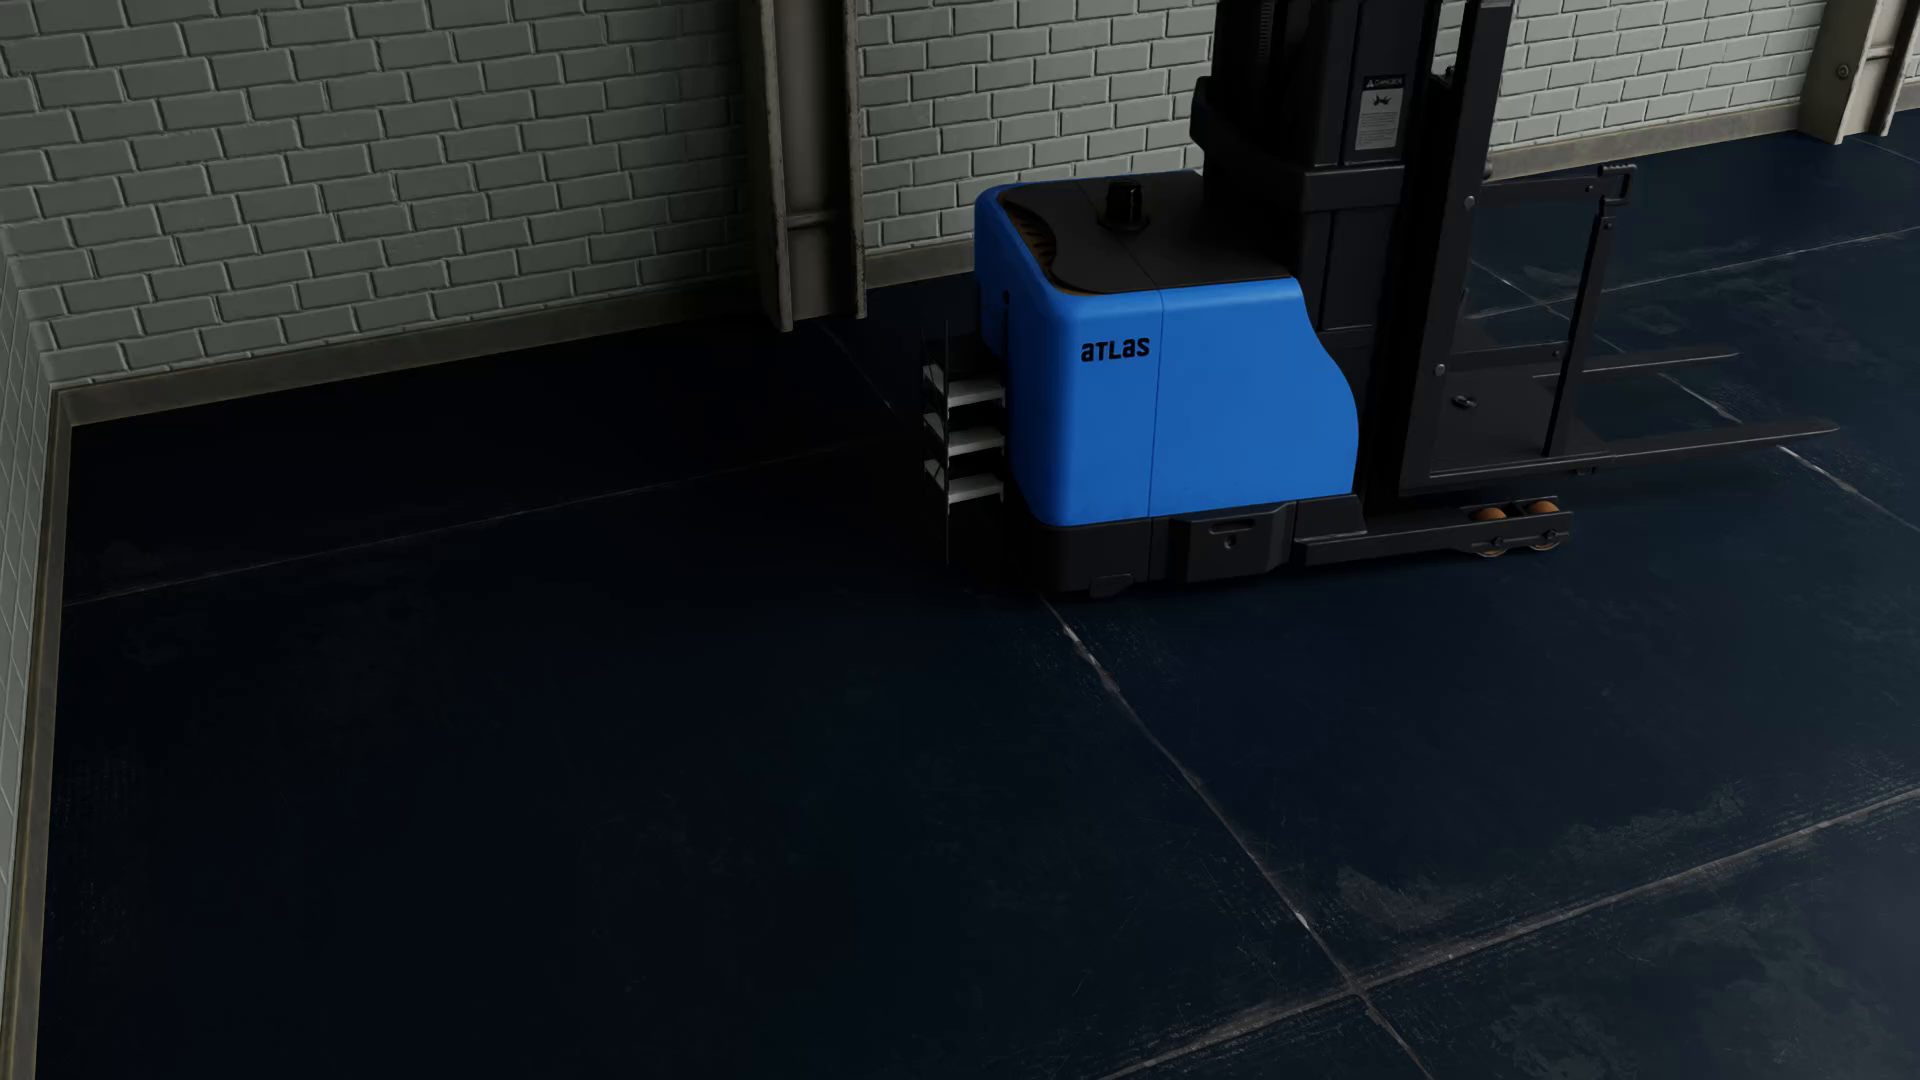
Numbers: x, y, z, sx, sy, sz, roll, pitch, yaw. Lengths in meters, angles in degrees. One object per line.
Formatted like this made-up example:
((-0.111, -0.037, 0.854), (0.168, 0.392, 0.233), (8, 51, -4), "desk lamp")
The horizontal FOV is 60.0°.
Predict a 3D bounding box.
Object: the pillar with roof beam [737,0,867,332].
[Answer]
((1.021, -2.613, 1.515), (0.400, 9.000, 9.100), (-13, 35, -19), "pillar with roof beam")

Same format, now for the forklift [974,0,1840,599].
((1.608, -1.444, 5.282), (3.031, 2.935, 1.130), (-7, 34, -10), "forklift")

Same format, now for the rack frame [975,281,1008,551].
((0.101, -0.400, 5.540), (0.006, 0.900, 0.240), (-13, 35, -19), "rack frame")

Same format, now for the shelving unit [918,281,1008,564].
((0.007, -0.379, 5.507), (0.210, 0.900, 0.258), (-13, 35, -19), "shelving unit")

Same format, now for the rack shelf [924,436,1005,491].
((0.007, -0.276, 5.574), (0.200, 0.077, 0.258), (-13, 35, -19), "rack shelf")

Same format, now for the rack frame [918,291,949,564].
((-0.087, -0.358, 5.475), (0.006, 0.900, 0.240), (-13, 35, -19), "rack frame")

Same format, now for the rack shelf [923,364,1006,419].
((0.007, -0.502, 5.427), (0.200, 0.077, 0.258), (-13, 35, -19), "rack shelf")

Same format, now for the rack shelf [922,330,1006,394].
((0.007, -0.577, 5.378), (0.200, 0.077, 0.258), (-13, 35, -19), "rack shelf")

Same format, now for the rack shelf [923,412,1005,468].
((0.007, -0.351, 5.525), (0.200, 0.077, 0.258), (-13, 35, -19), "rack shelf")

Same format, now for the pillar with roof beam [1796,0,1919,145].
((6.553, -3.880, 3.462), (0.400, 9.000, 9.100), (-13, 35, -19), "pillar with roof beam")

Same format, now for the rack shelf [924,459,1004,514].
((0.007, -0.200, 5.624), (0.200, 0.077, 0.258), (-13, 35, -19), "rack shelf")

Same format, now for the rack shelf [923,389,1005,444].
((0.007, -0.426, 5.476), (0.200, 0.077, 0.258), (-13, 35, -19), "rack shelf")
